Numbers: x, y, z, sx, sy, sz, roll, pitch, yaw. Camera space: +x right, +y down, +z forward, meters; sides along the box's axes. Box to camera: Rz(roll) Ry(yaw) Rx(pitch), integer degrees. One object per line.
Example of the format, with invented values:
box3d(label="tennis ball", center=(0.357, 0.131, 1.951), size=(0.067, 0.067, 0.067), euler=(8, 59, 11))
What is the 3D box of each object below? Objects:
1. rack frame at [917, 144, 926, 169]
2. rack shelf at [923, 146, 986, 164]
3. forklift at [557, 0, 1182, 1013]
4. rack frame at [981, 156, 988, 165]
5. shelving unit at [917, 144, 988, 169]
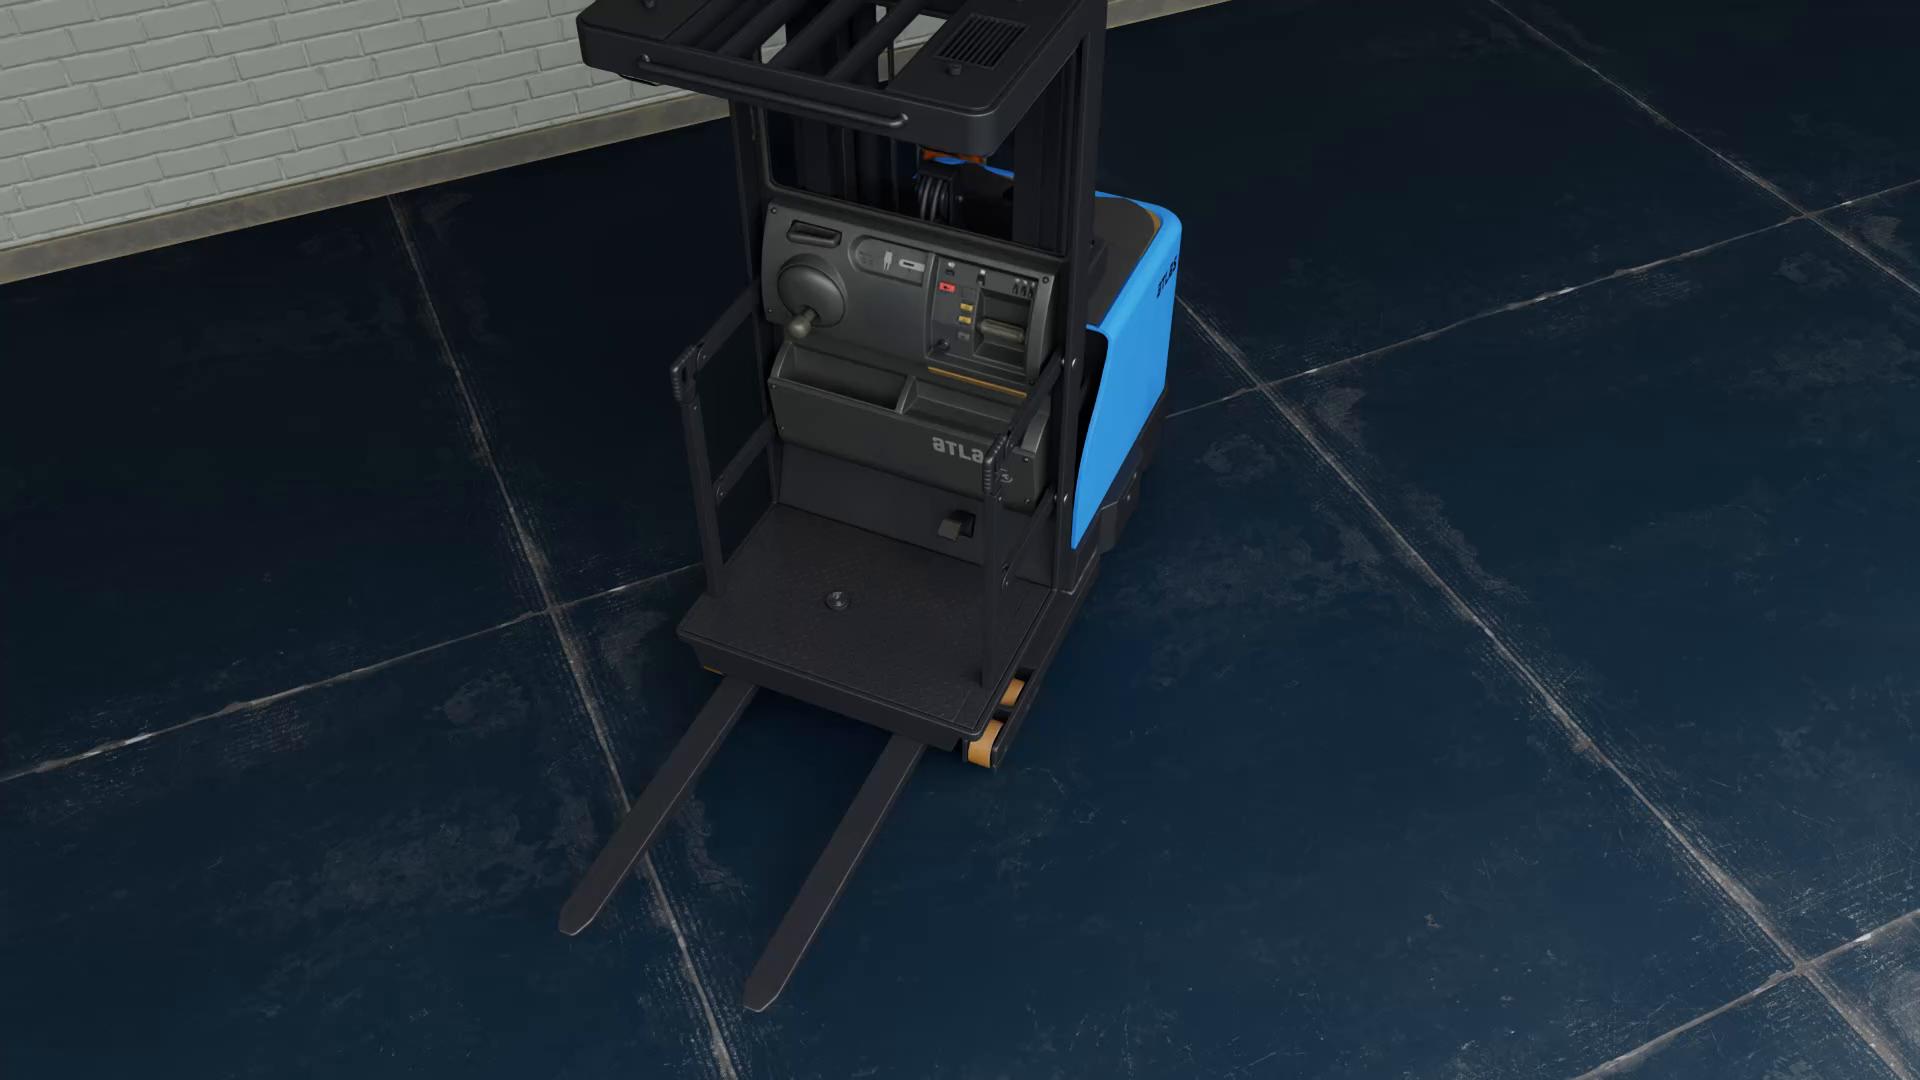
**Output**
box3d(label="rack frame", center=(-0.151, -1.191, 6.699), size=(0.008, 1.050, 0.200), euler=(5, 41, 5))
box3d(label="rack shelf", center=(-0.028, -1.387, 6.511), size=(0.240, 0.259, 0.215), euler=(5, 41, 5))
box3d(label="forklift", center=(-0.251, -0.642, 4.814), size=(1.130, 2.935, 3.031), euler=(17, 47, 17))
box3d(label="rack frame", center=(0.091, -1.171, 6.679), size=(0.008, 1.050, 0.200), euler=(5, 41, 5))
box3d(label="shelving unit", center=(-0.030, -1.181, 6.689), size=(0.252, 1.050, 0.215), euler=(5, 41, 5))
